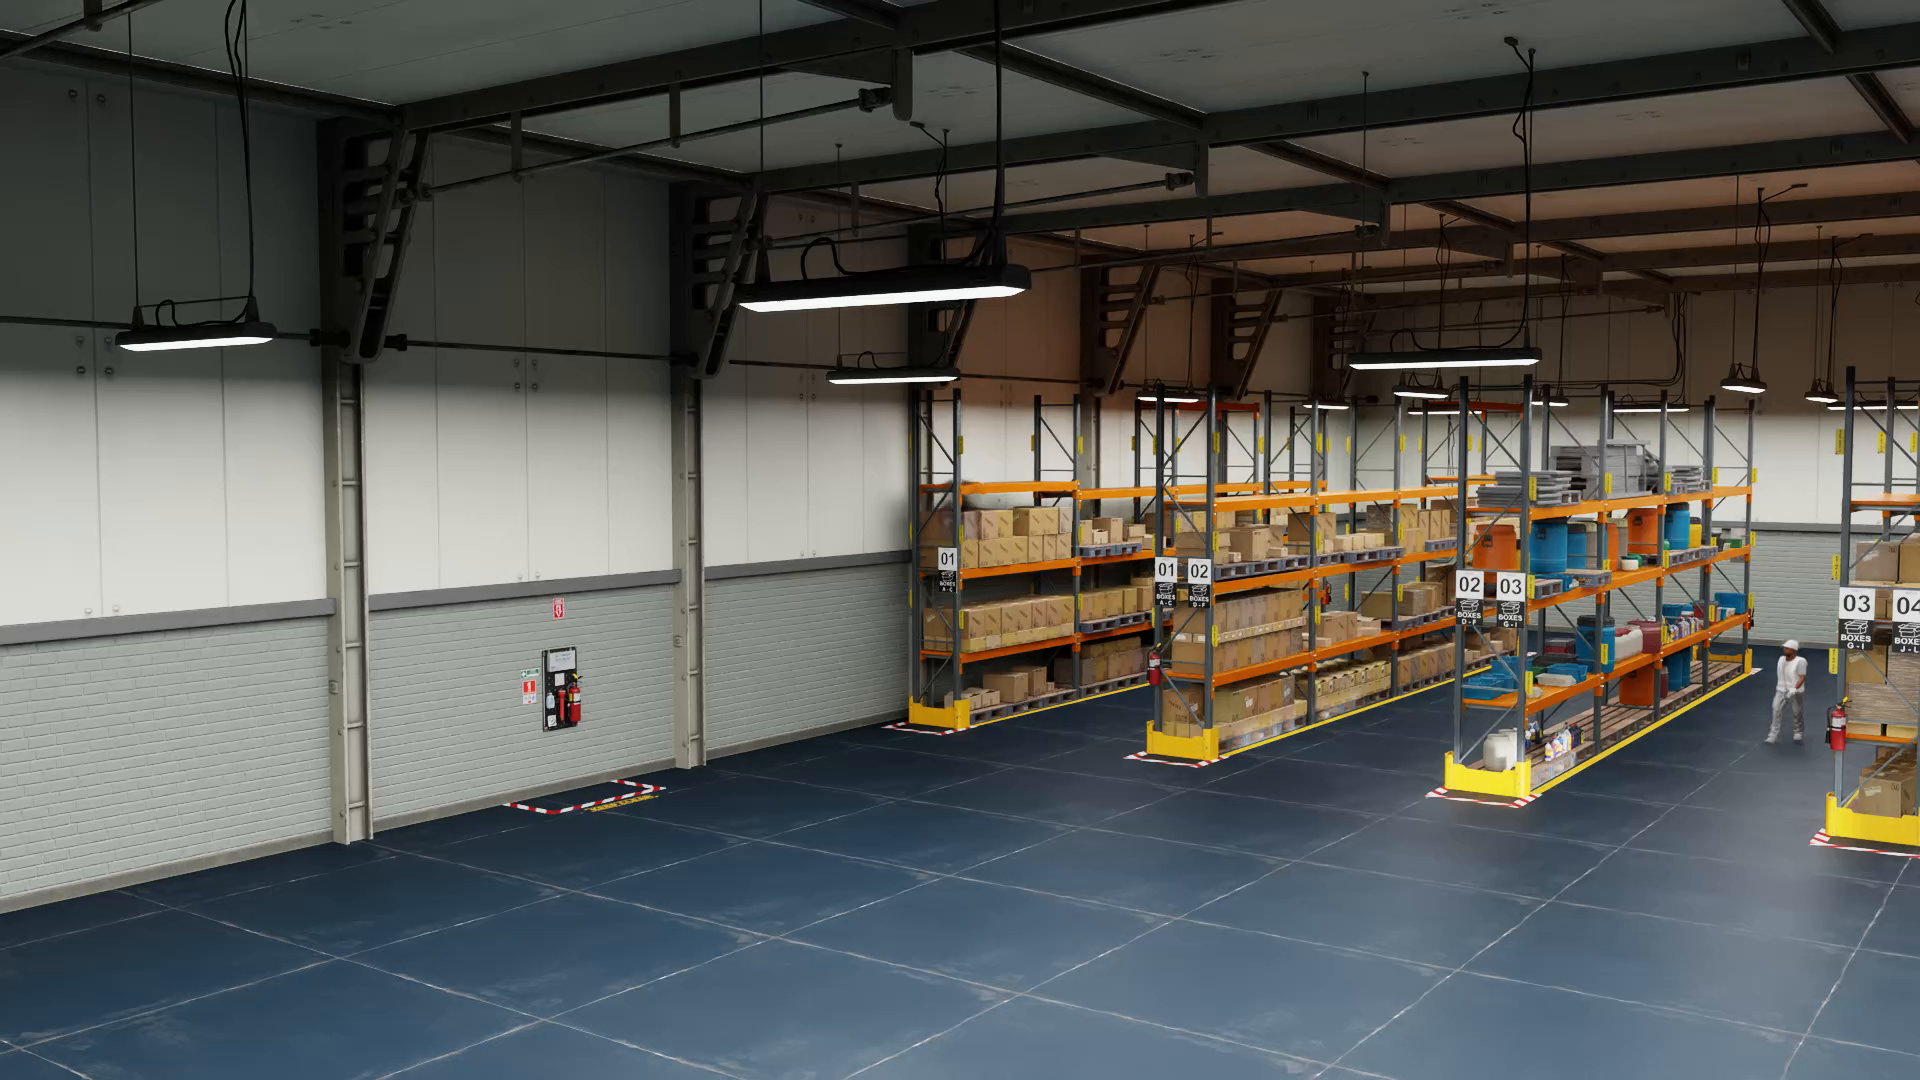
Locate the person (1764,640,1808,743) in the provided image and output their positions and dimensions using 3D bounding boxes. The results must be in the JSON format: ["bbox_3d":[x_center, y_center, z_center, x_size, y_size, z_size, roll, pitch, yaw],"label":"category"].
[{"bbox_3d":[13.834,2.525,27.707,0.503,1.717,1.056,3,5,45],"label":"person"}]
